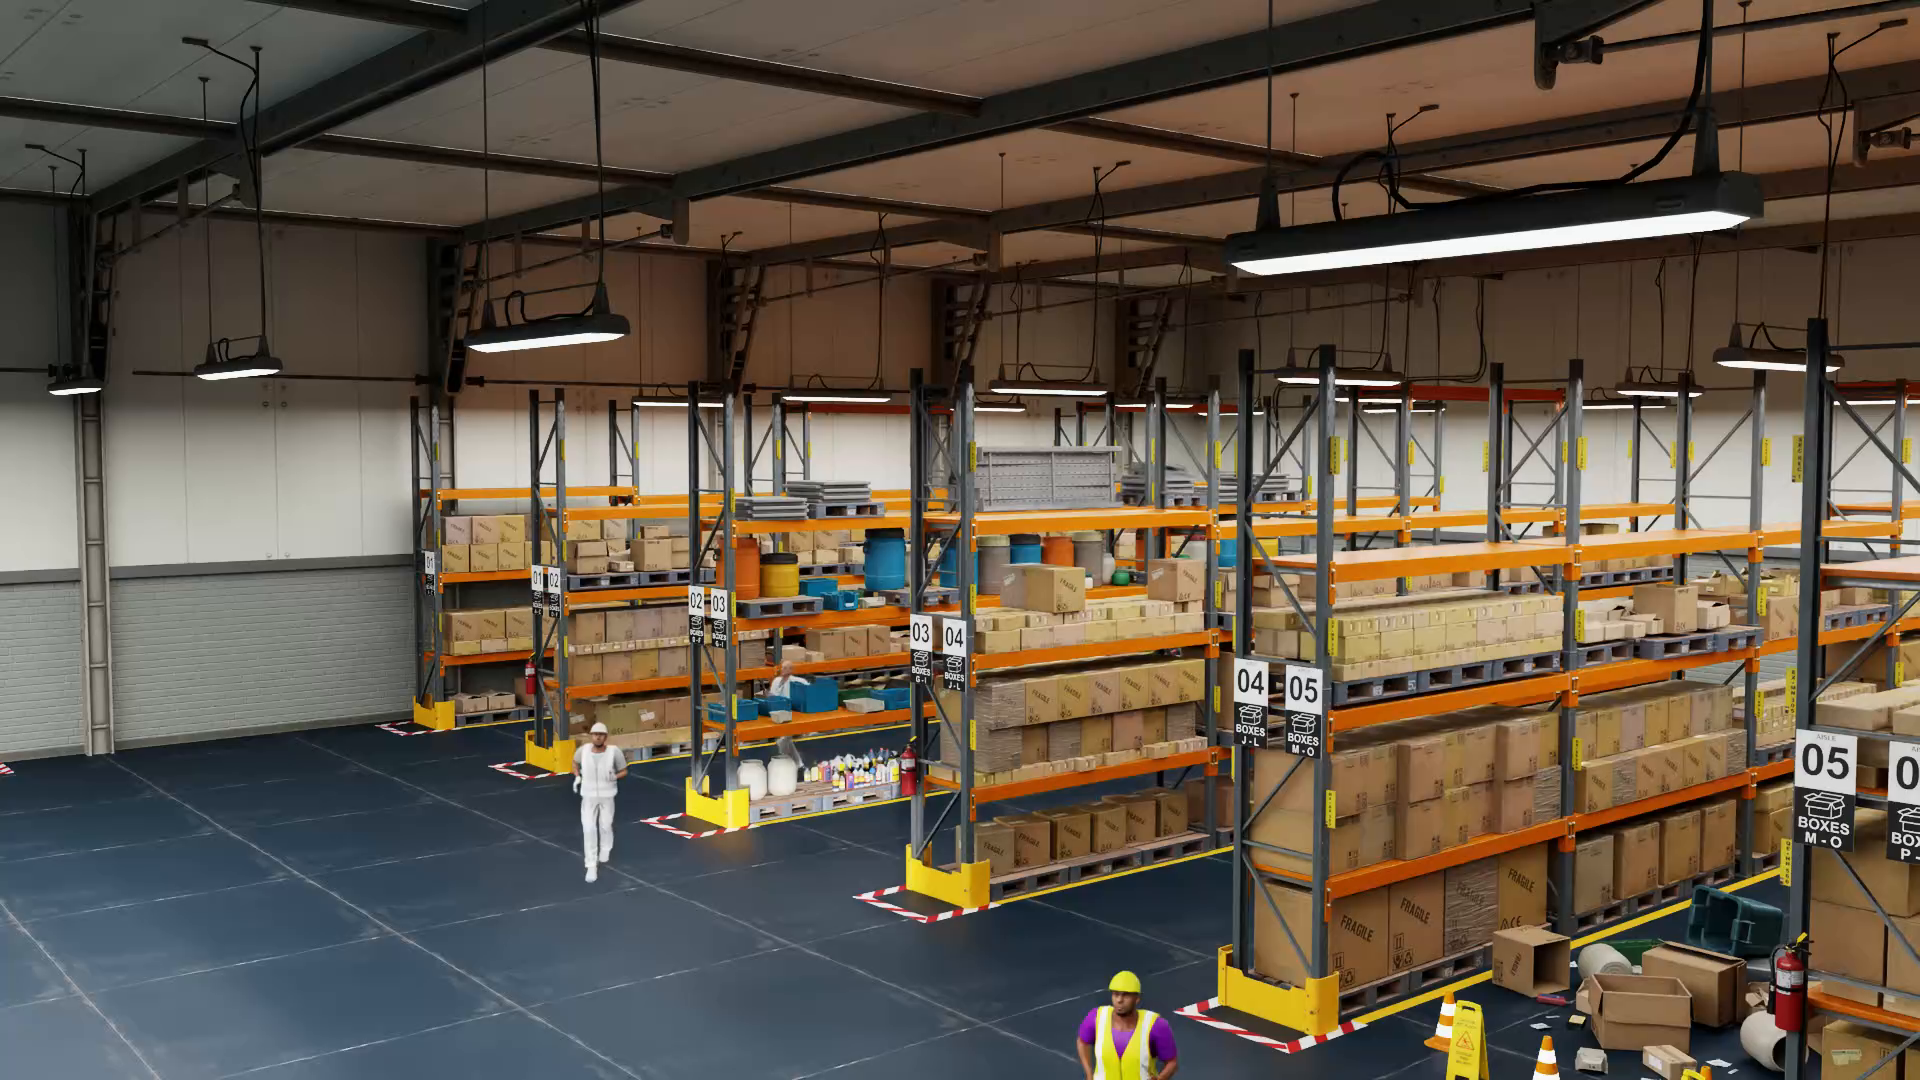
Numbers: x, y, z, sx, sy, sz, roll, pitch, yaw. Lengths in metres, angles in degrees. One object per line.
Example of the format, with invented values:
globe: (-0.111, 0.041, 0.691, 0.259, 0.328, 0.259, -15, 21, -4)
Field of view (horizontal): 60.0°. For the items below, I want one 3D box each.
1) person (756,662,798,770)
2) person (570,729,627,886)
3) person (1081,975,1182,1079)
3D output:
person: (-2.798, 2.750, 25.355, 0.704, 1.785, 1.031, 2, 4, 34)
person: (-4.290, 3.124, 19.720, 0.682, 1.780, 0.906, 0, 3, -6)
person: (1.081, 3.670, 10.600, 0.661, 1.836, 0.773, 1, 3, 9)
